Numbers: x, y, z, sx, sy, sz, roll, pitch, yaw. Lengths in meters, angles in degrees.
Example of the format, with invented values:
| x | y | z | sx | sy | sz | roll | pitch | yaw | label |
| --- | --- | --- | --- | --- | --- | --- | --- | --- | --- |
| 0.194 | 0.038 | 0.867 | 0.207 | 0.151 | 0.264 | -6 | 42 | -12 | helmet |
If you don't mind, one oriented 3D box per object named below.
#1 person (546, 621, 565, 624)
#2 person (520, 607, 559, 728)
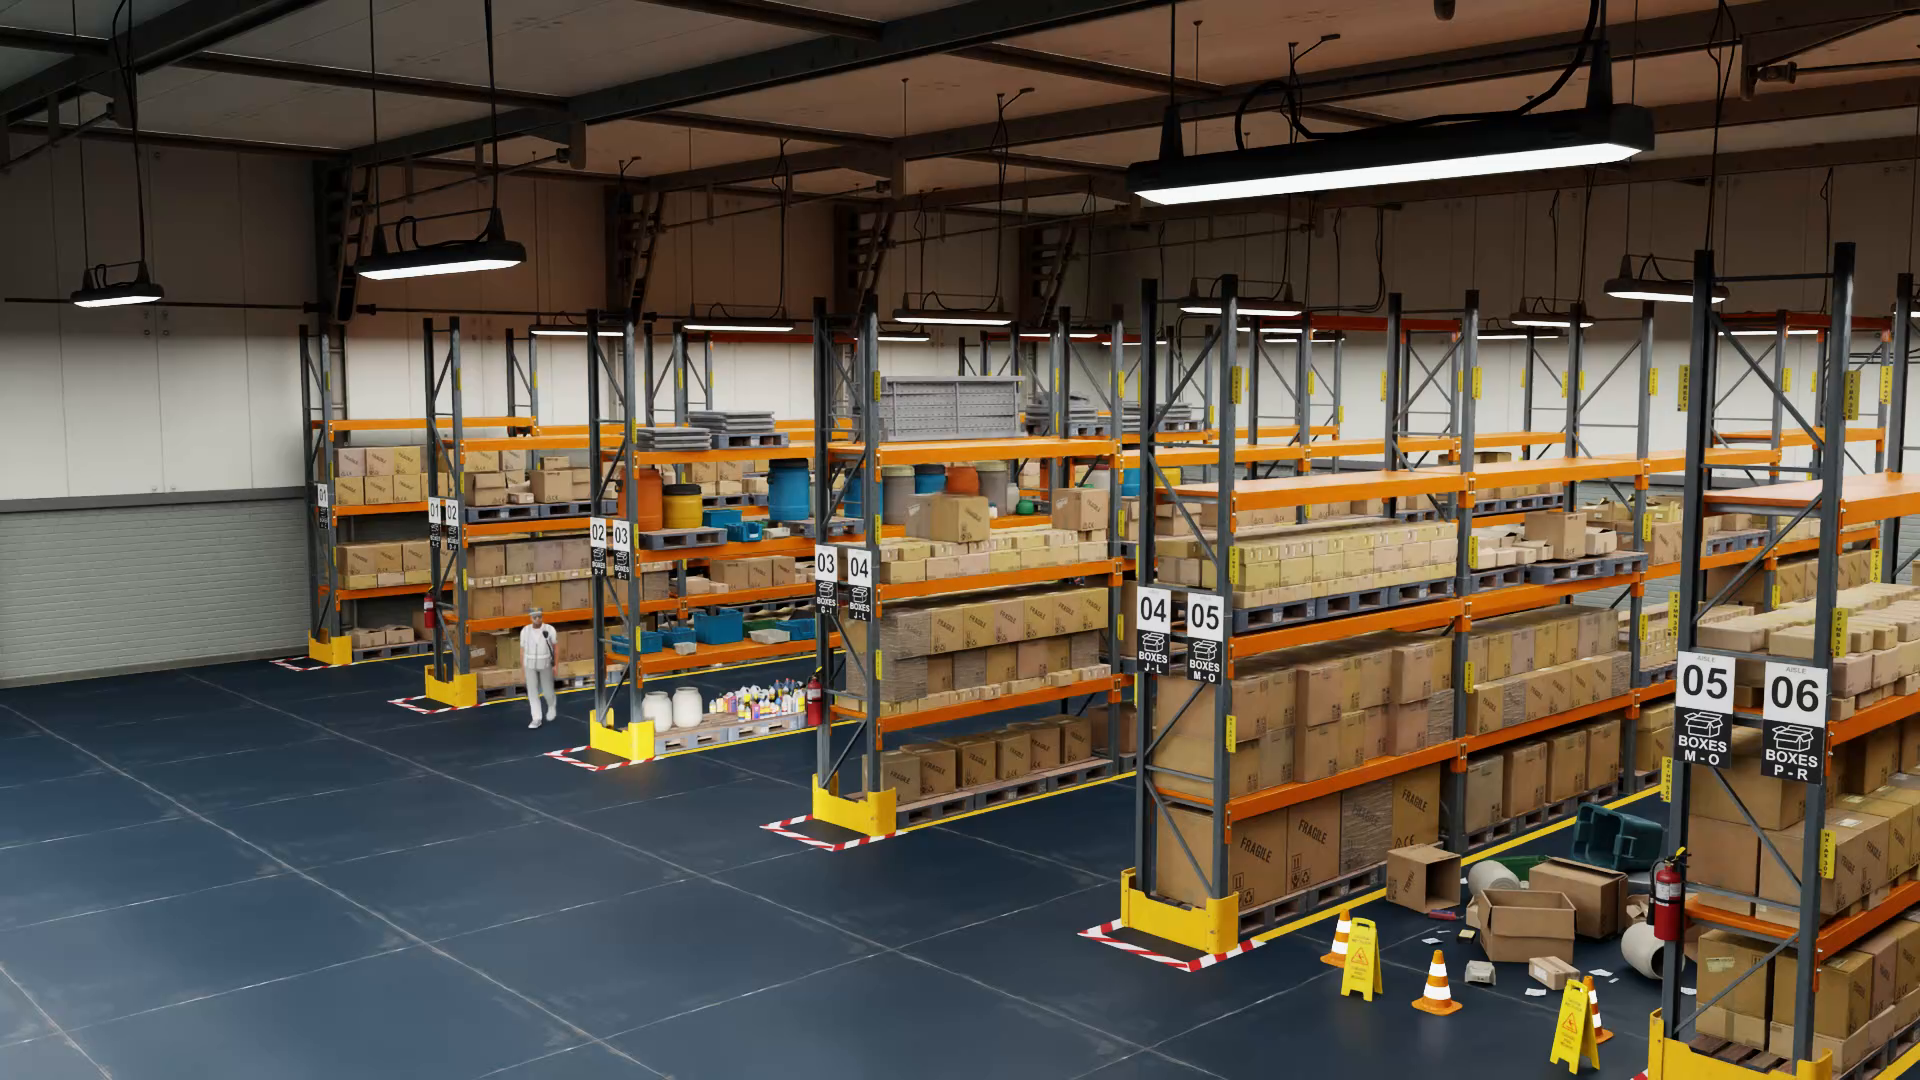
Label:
| x | y | z | sx | sy | sz | roll | pitch | yaw | label |
| --- | --- | --- | --- | --- | --- | --- | --- | --- | --- |
| -7.396 | 1.283 | 30.269 | 0.542 | 1.622 | 1.001 | 4 | 7 | 32 | person |
| -6.129 | 1.824 | 24.252 | 0.539 | 1.753 | 0.643 | 0 | 6 | 0 | person |
